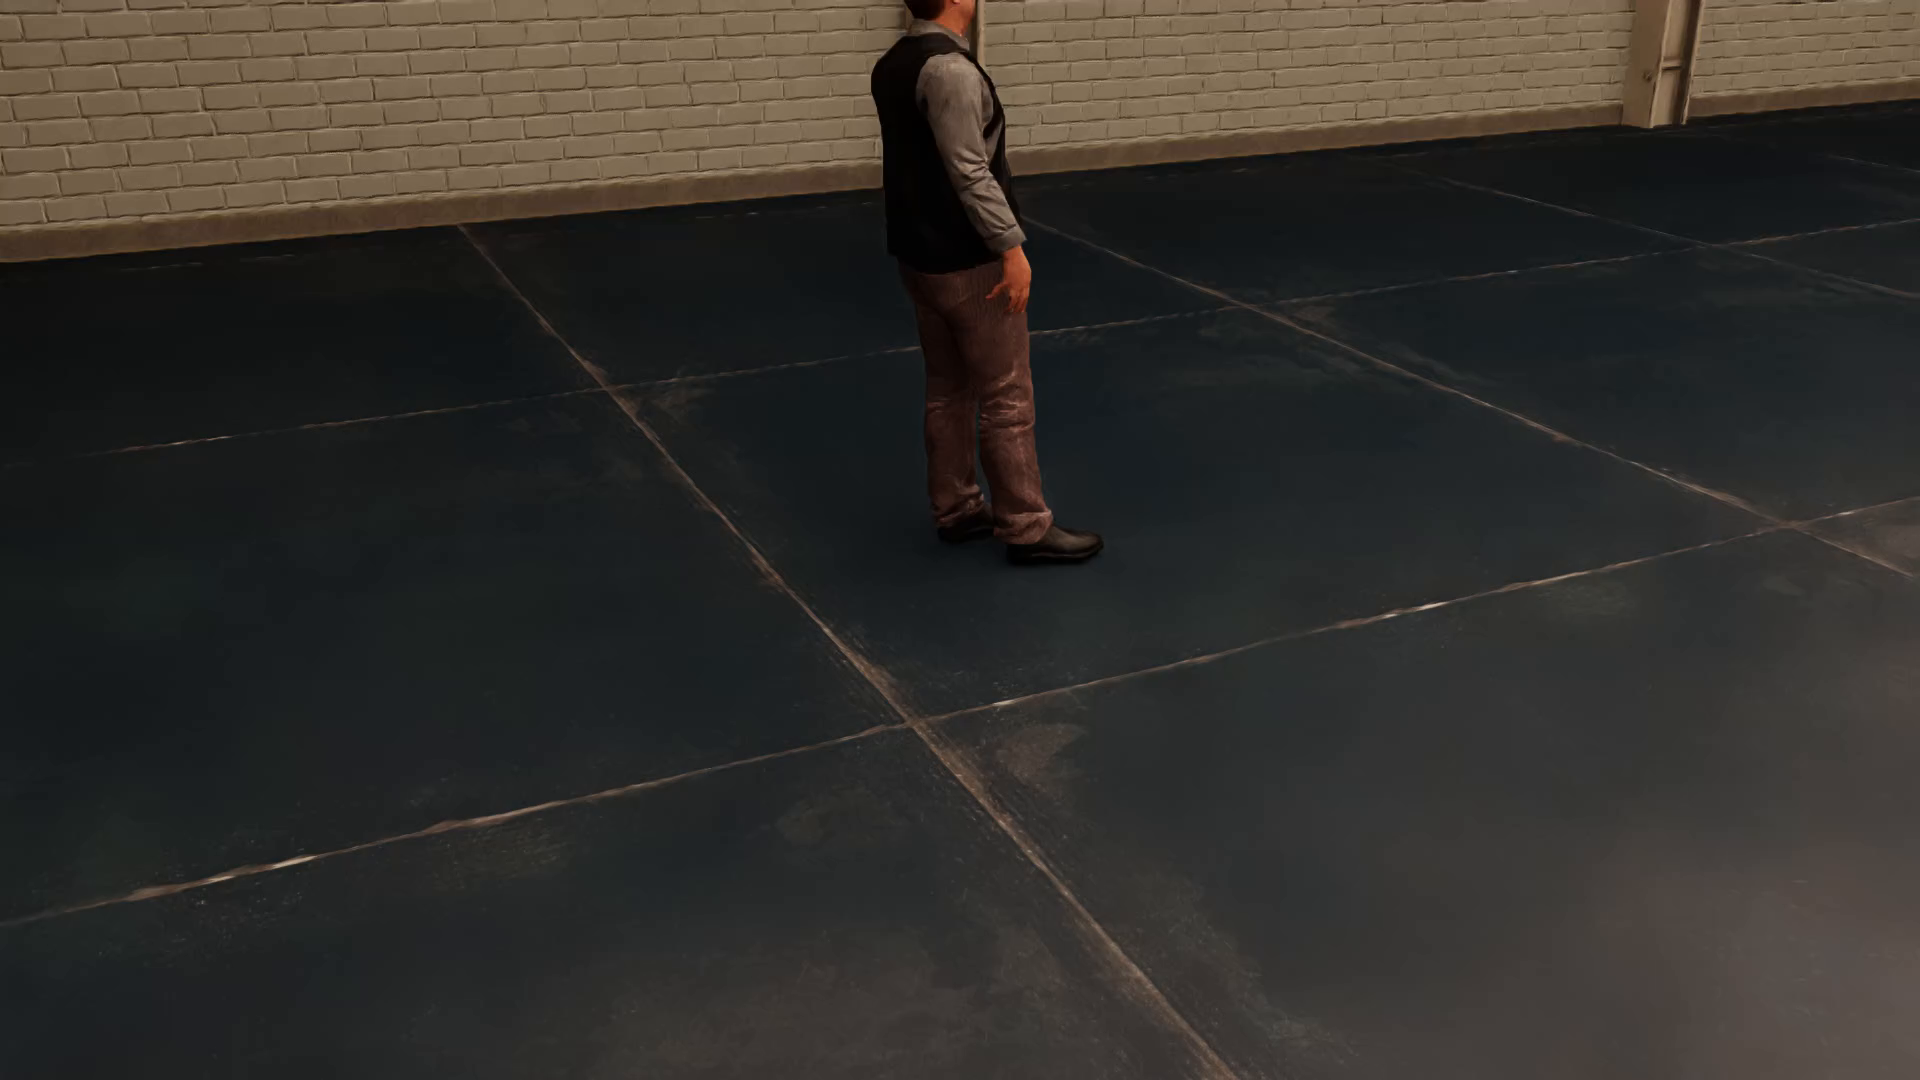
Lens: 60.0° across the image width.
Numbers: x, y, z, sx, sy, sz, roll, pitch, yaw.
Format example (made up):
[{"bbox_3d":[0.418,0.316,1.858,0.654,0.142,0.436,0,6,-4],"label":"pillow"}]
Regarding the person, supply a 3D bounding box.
[{"bbox_3d":[0.060,-0.809,4.791,0.567,1.720,0.632,-10,25,-23],"label":"person"}]
